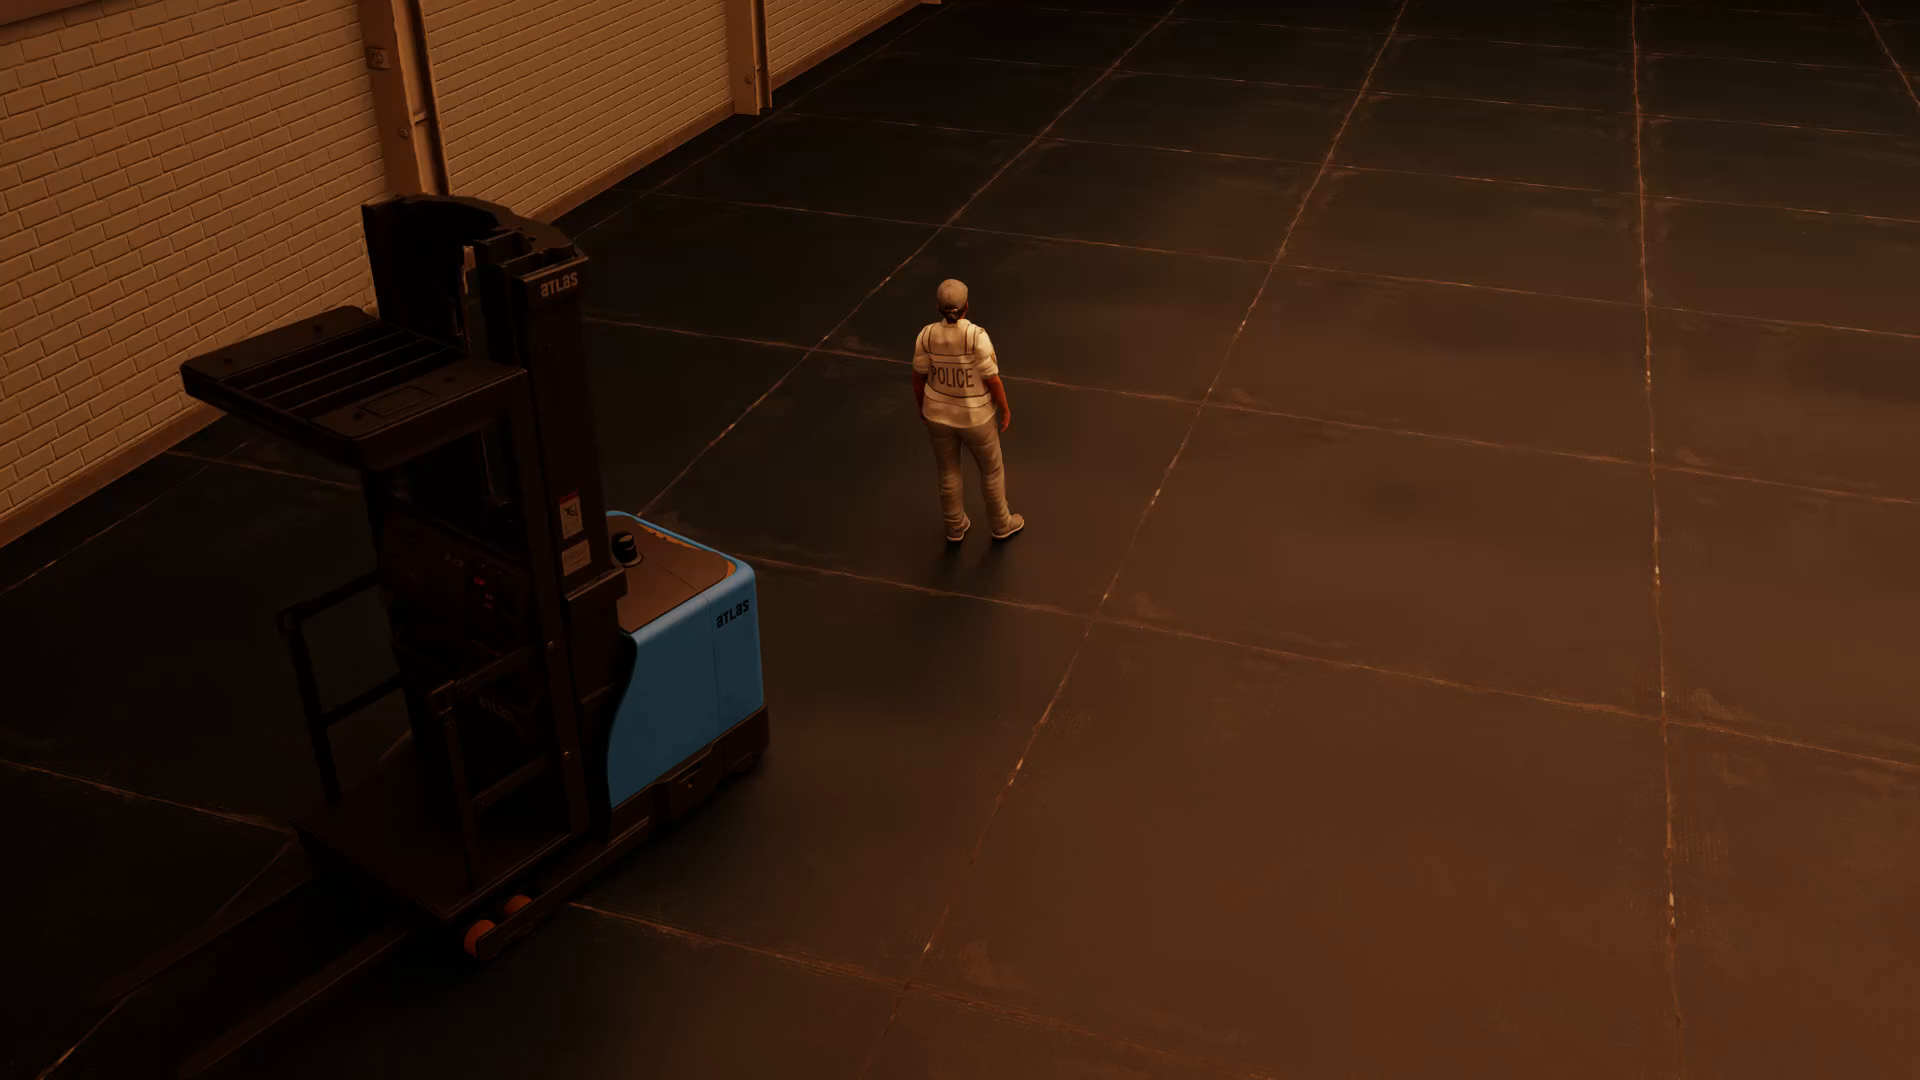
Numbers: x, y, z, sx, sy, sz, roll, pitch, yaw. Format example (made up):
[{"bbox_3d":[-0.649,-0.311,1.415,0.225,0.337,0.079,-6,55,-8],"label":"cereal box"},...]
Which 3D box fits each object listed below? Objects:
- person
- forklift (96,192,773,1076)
[{"bbox_3d":[0.046,-0.763,9.736,0.599,1.669,0.529,10,31,16],"label":"person"},{"bbox_3d":[-2.211,0.208,6.772,1.130,2.935,3.031,20,36,32],"label":"forklift"}]
